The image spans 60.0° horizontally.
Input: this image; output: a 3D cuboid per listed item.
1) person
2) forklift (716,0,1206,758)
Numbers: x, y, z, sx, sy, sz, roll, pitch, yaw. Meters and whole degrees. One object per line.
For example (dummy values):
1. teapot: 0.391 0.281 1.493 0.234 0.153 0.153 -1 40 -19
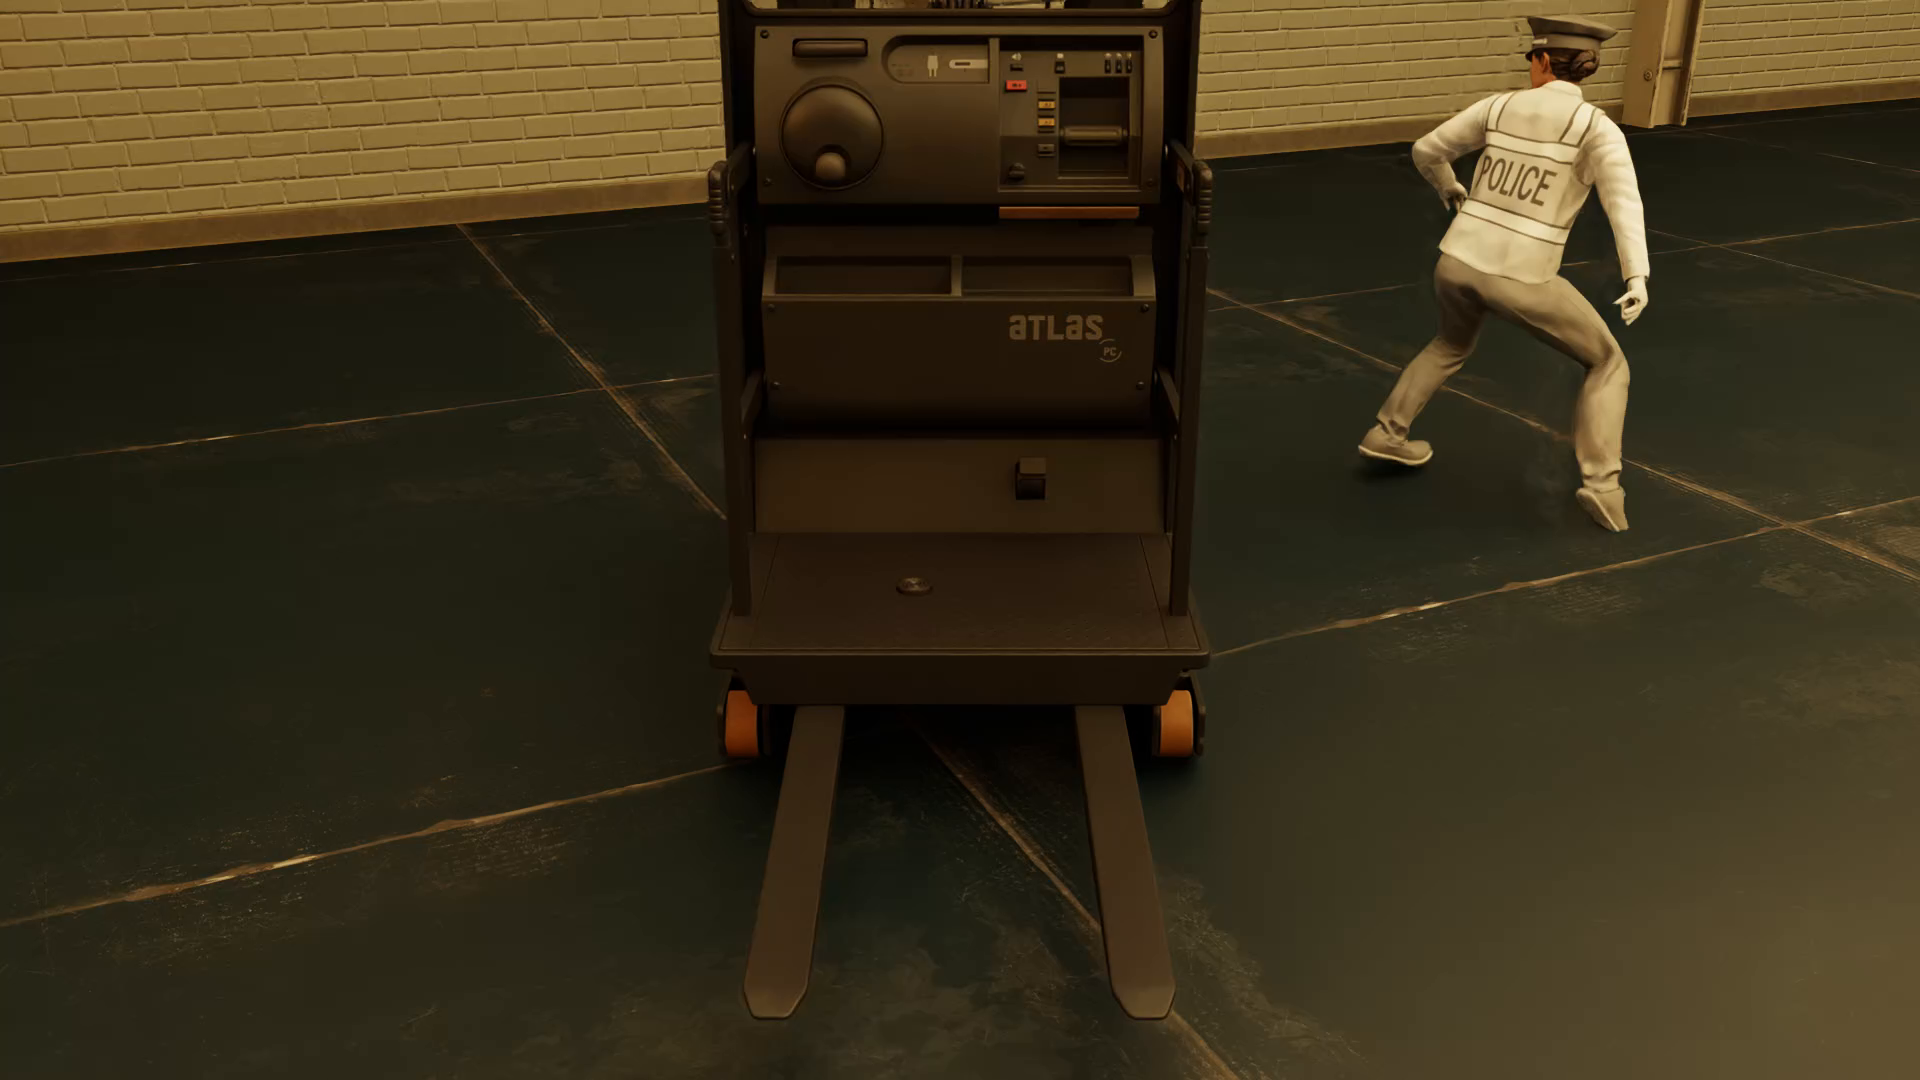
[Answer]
1. person: 1.777 -0.787 5.195 0.534 1.596 0.973 -18 28 -36
2. forklift: 0.000 -1.140 4.114 1.129 2.867 1.939 0 23 0
